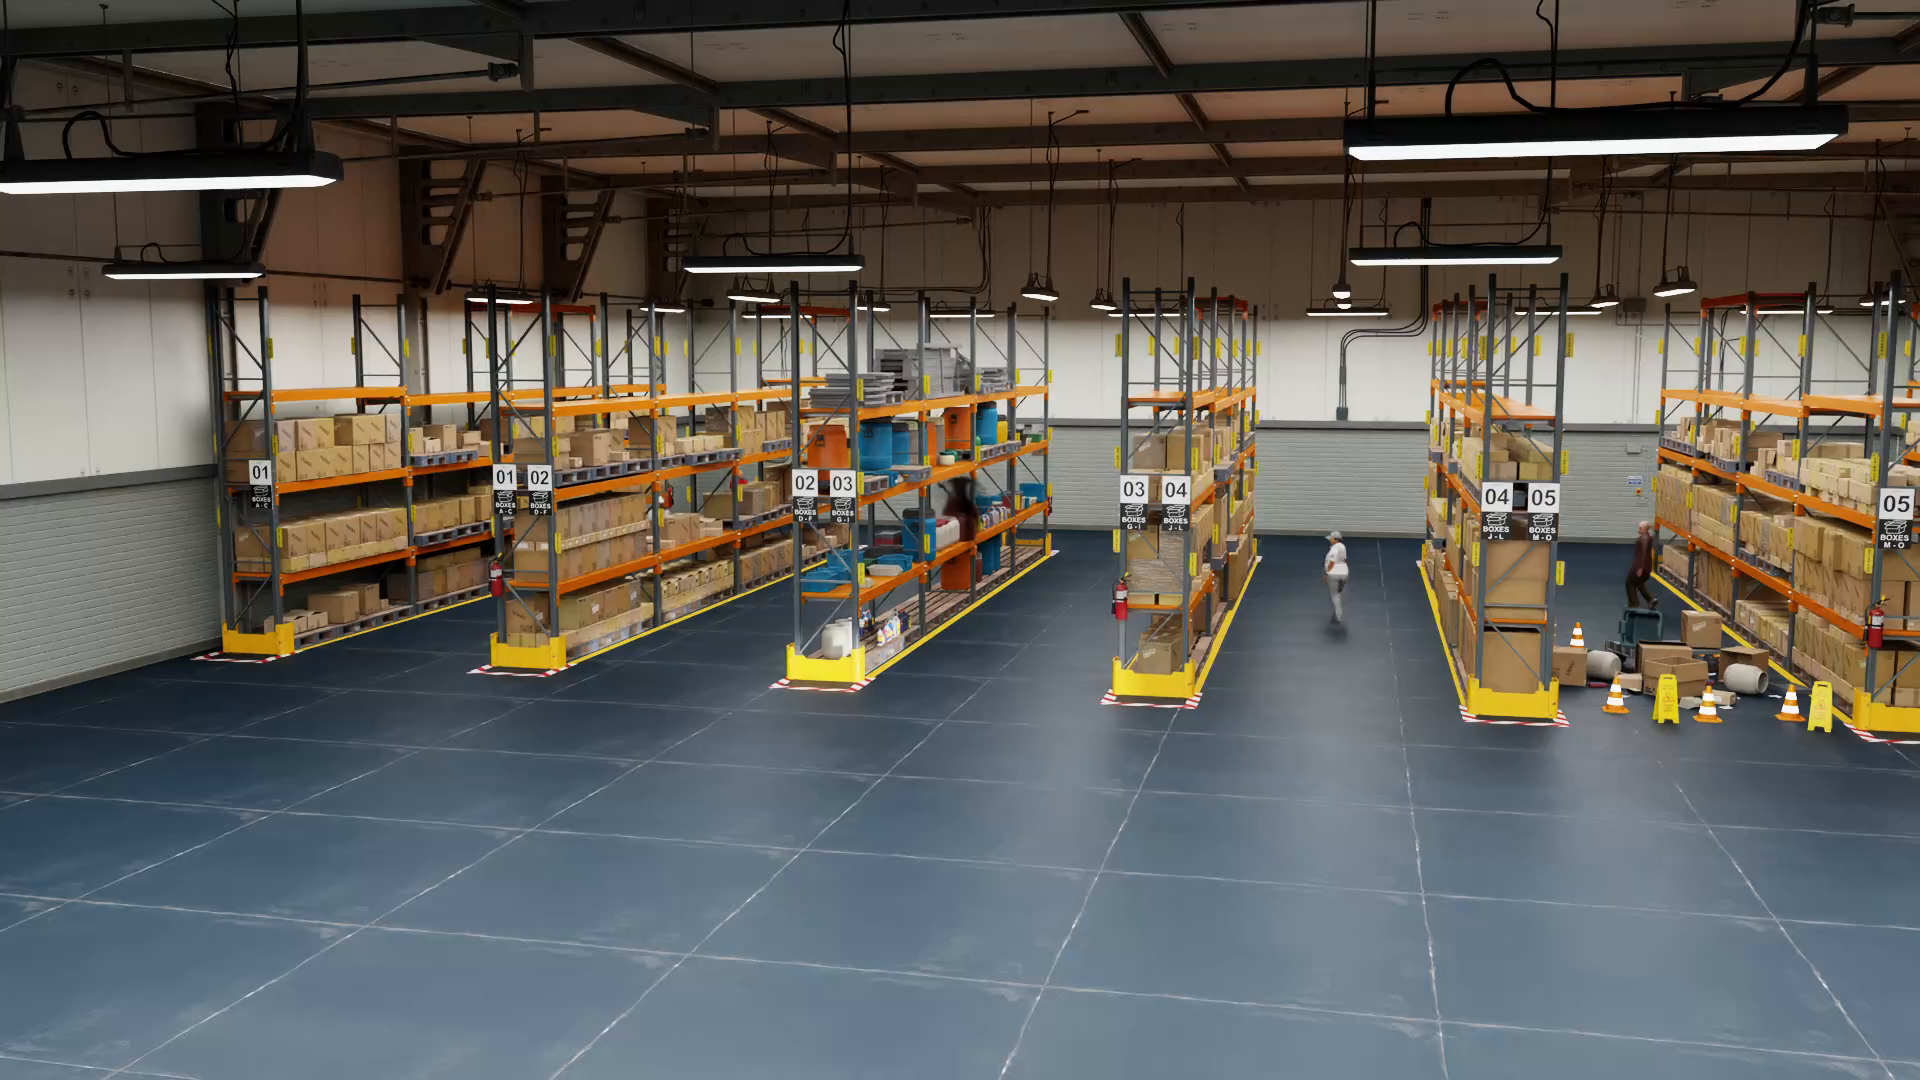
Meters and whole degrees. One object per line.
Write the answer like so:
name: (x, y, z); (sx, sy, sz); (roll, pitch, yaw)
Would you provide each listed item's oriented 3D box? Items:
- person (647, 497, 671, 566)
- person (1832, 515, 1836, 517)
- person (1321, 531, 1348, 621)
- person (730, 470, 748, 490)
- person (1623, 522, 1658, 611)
person: (-6.649, -0.080, 36.588); (0.484, 1.740, 0.972); (1, 7, 11)
person: (19.564, -0.136, 36.938); (0.542, 1.781, 0.597); (-4, 8, -34)
person: (6.899, 0.694, 30.599); (0.528, 1.725, 0.603); (-3, 7, -27)
person: (-6.079, -1.091, 45.628); (0.748, 1.696, 0.610); (6, 9, 43)
person: (13.009, 0.518, 31.812); (0.564, 1.762, 0.617); (-4, 8, -33)
